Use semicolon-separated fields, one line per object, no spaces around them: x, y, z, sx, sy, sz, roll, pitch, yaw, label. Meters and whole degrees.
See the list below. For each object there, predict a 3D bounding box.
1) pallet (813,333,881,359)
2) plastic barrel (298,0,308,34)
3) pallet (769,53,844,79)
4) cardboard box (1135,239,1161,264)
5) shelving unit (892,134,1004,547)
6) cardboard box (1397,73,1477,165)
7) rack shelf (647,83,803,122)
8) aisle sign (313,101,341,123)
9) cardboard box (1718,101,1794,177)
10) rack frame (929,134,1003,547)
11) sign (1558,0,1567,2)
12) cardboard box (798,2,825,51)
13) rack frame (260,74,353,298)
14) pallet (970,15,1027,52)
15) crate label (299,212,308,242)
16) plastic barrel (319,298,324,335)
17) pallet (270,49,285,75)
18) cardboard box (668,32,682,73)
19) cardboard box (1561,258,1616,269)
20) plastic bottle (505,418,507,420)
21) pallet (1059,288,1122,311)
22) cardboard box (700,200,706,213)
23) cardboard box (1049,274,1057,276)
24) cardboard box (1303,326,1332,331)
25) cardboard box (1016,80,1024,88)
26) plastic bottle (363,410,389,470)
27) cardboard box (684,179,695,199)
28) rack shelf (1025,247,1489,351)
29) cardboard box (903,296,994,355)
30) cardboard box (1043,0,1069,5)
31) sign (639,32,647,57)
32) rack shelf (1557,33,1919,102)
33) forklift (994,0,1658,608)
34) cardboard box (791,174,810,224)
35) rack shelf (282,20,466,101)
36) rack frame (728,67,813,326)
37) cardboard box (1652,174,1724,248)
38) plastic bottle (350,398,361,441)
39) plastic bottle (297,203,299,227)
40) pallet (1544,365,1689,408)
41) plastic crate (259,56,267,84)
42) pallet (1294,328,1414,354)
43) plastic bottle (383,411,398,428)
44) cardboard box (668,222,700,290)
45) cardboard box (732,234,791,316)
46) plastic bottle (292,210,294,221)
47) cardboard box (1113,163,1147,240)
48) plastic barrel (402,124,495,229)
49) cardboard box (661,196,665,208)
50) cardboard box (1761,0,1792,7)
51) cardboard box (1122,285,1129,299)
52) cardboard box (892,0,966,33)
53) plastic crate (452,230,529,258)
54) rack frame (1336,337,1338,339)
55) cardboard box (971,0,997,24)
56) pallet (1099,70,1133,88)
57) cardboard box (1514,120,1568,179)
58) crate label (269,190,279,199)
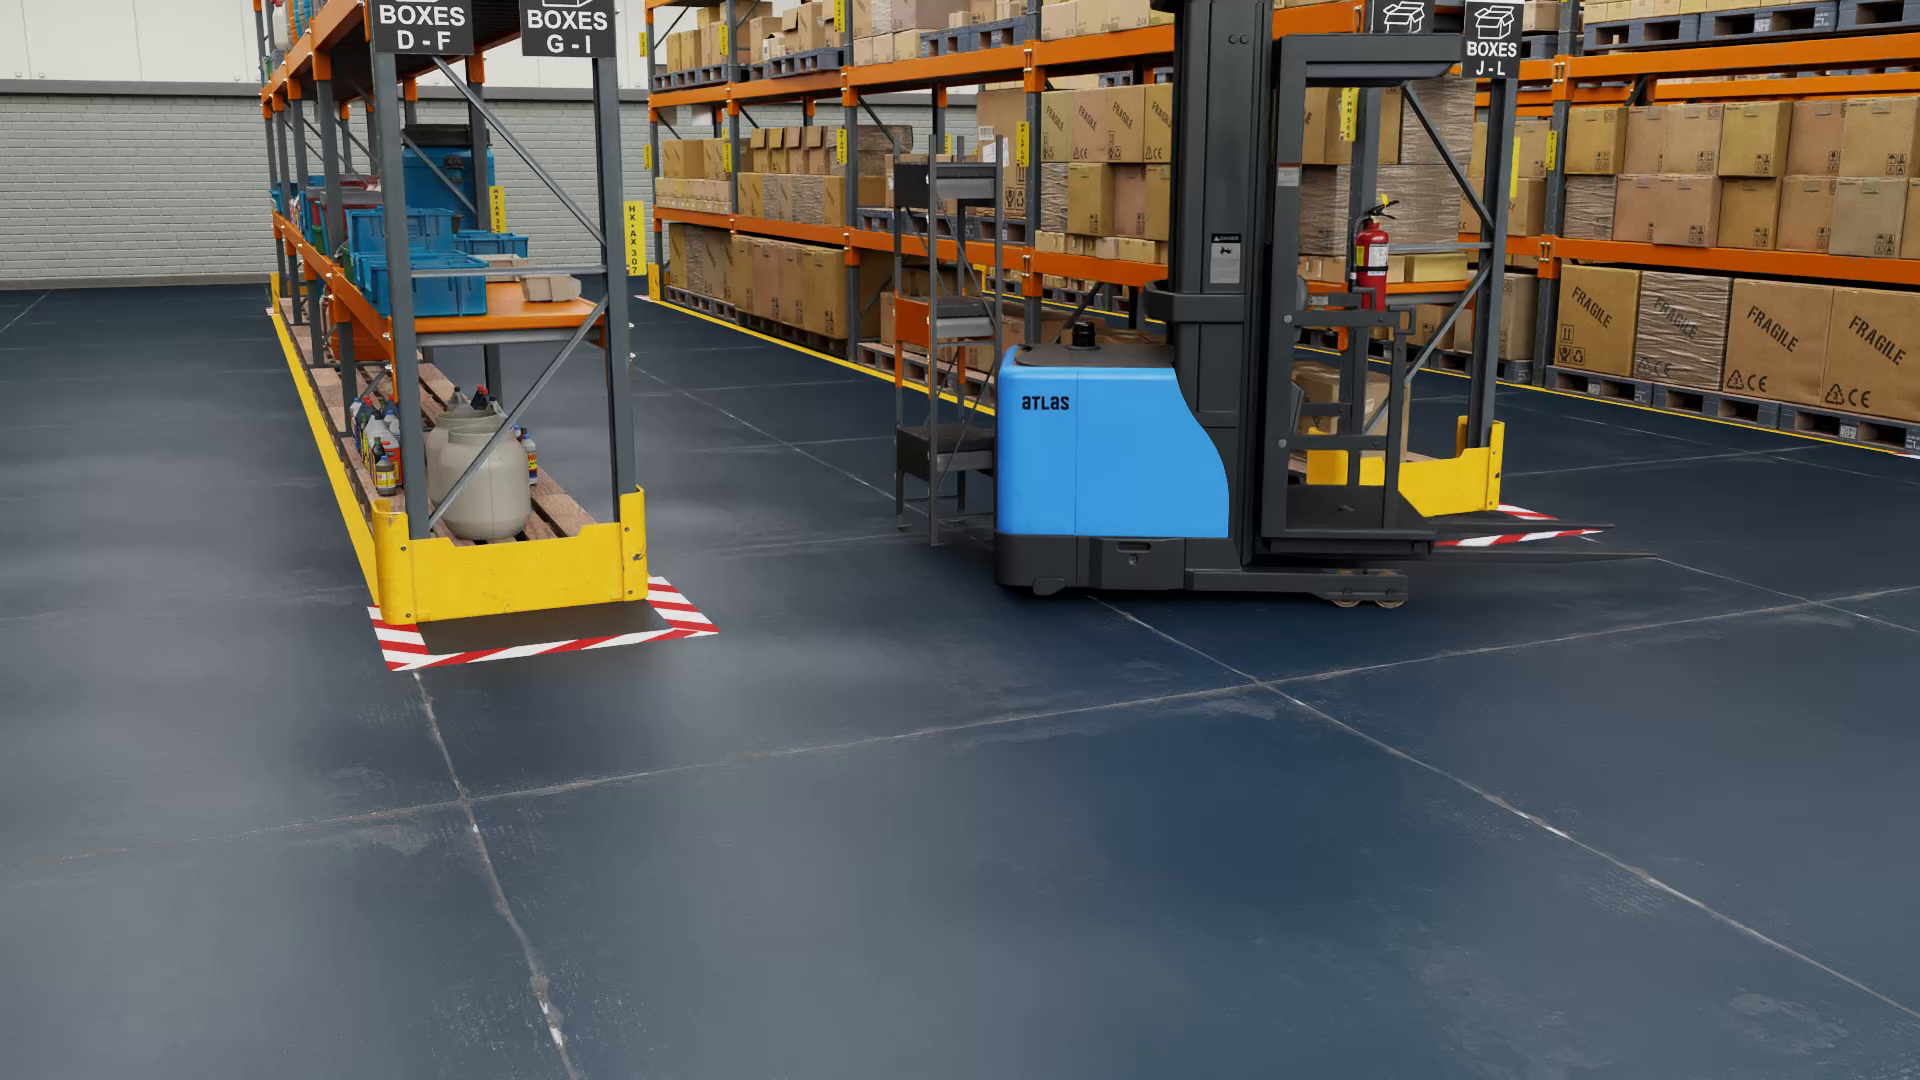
-0.874;-2.073;17.358;1.003;0.211;1.213;-6;14;-23;pallet
-4.228;-3.914;11.365;0.600;0.901;0.600;0;13;0;plastic barrel
-1.384;-4.990;17.545;1.003;0.211;1.213;-5;14;-20;pallet
1.399;-1.933;11.125;0.380;0.149;0.250;-6;14;-23;cardboard box
-0.066;-1.057;8.781;0.431;2.100;0.503;-6;14;-23;shelving unit
2.607;-2.428;9.609;0.500;0.500;0.500;-6;14;-23;cardboard box
-3.031;-5.612;21.409;1.077;0.370;4.000;-6;14;-23;rack shelf
-8.130;-5.775;21.404;0.394;0.787;0.004;-6;14;-23;aisle sign
6.313;-3.046;12.652;0.875;0.550;0.500;-6;14;-23;cardboard box
0.031;-1.007;8.563;0.400;2.100;0.015;-6;14;-23;rack frame
5.067;-4.678;13.933;0.100;0.325;0.005;-6;14;-23;sign
-1.364;-5.266;17.166;0.500;0.500;0.500;-5;14;-20;cardboard box
-8.370;-4.467;21.519;1.000;3.000;0.127;-6;14;-23;rack frame
0.825;-3.942;13.015;1.213;0.211;1.003;-6;14;-23;pallet
-5.340;-2.612;13.874;0.303;0.233;0.416;-6;14;-23;crate label
-6.138;-2.248;16.518;0.421;0.512;0.421;0;13;0;plastic barrel
-6.364;-4.857;16.970;1.213;0.211;1.003;-6;14;-23;pallet
-3.460;-6.448;22.051;0.700;0.500;0.500;-6;14;-25;cardboard box
8.252;-3.476;21.019;0.875;0.875;0.875;-6;14;-23;cardboard box
-2.660;-0.583;9.810;0.097;0.271;0.097;0;13;0;plastic bottle
2.054;-3.292;22.627;1.003;0.211;1.213;-6;14;-23;pallet
-3.065;-4.212;20.972;0.380;0.149;0.250;-5;14;-22;cardboard box
1.475;-3.789;23.322;0.380;0.149;0.250;-6;14;-26;cardboard box
4.119;-2.663;17.783;1.050;0.750;0.750;-6;14;-24;cardboard box
1.124;-6.400;23.549;0.500;0.250;0.500;-6;14;-25;cardboard box
-3.374;-0.581;9.625;0.144;0.351;0.185;-6;14;-23;plastic bottle
-3.261;-4.545;21.526;0.500;0.250;0.500;-6;14;-24;cardboard box
1.776;-1.672;11.036;1.077;0.370;4.000;-6;14;-23;rack shelf
-0.107;-2.008;15.462;0.700;0.500;0.500;-7;15;-28;cardboard box
0.823;-3.923;11.963;0.380;0.149;0.250;-6;14;-25;cardboard box
-4.343;-6.791;22.795;0.100;0.325;0.005;-6;14;-23;sign
6.361;-3.560;12.543;1.077;0.370;4.000;-6;14;-23;rack shelf
1.700;-1.242;7.738;3.031;2.935;1.130;1;13;4;forklift
-1.457;-3.601;17.553;0.500;0.500;0.500;-6;14;-25;cardboard box
-4.364;-3.512;12.335;1.077;0.370;4.000;-6;14;-23;rack shelf
-2.230;-4.088;19.881;1.000;3.000;0.127;-6;14;-23;rack frame
6.068;-2.627;13.233;0.875;0.550;0.550;-6;14;-23;cardboard box
-3.837;-0.768;10.609;0.097;0.271;0.097;0;13;0;plastic bottle
-6.202;-3.108;15.756;0.144;0.351;0.185;-6;14;-23;plastic bottle
5.793;-1.340;14.190;1.003;0.211;1.213;-6;14;-23;pallet
-8.010;-5.558;19.717;0.504;0.338;0.767;-6;14;-23;plastic crate
4.205;-2.161;17.737;1.003;0.211;1.213;-6;14;-23;pallet
-3.451;-0.650;10.100;0.097;0.271;0.097;0;13;0;plastic bottle
-3.502;-3.959;23.104;0.875;0.875;0.875;-6;14;-23;cardboard box
-1.955;-3.127;19.510;1.225;0.875;0.875;-6;14;-23;cardboard box
-6.686;-3.272;16.794;0.097;0.201;0.097;0;13;0;plastic bottle
1.559;-2.330;11.402;0.875;0.500;0.500;-6;14;-23;cardboard box
-3.440;-2.339;11.213;0.600;0.901;0.708;-6;14;-23;plastic barrel
-3.888;-4.636;22.806;0.380;0.149;0.250;-6;14;-24;cardboard box
6.108;-3.982;12.172;0.380;0.149;0.250;-5;14;-22;cardboard box
2.409;-3.325;21.198;0.500;0.500;0.500;-5;14;-21;cardboard box
-0.267;-4.687;14.484;0.500;0.500;0.500;-6;14;-25;cardboard box
-2.871;-1.711;9.942;0.499;0.251;0.616;-6;14;-23;plastic crate
3.958;-3.689;18.156;1.000;3.000;0.127;-6;14;-23;rack frame
0.499;-4.452;13.641;0.797;0.503;0.637;-5;14;-21;cardboard box
2.505;-5.748;20.817;1.213;0.211;1.003;-6;14;-23;pallet
5.356;-3.500;14.902;0.700;0.500;0.500;-6;14;-24;cardboard box
-8.573;-4.334;21.182;0.416;0.233;0.303;-6;14;-23;crate label
